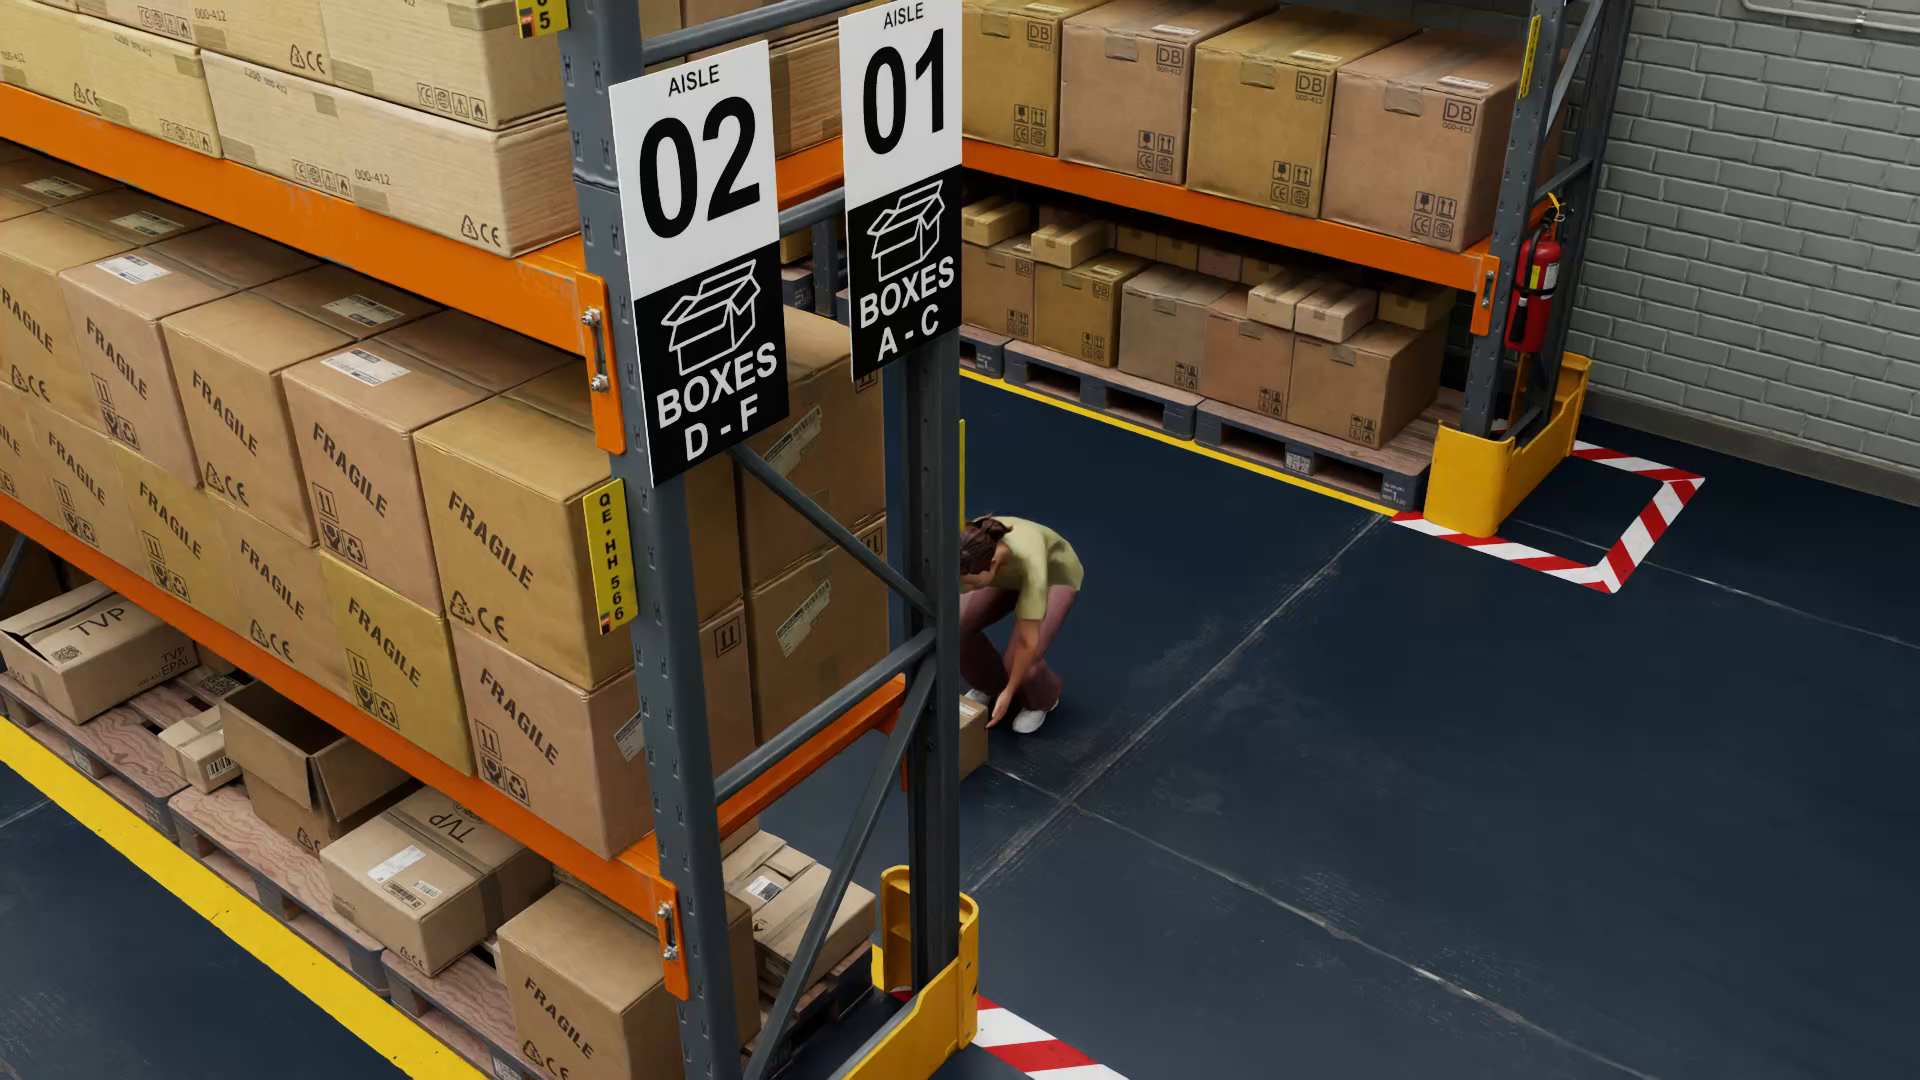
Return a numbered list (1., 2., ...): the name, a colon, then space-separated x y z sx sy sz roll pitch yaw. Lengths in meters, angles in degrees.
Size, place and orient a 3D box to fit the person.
1. person: 0.183 0.276 6.311 0.491 1.023 0.777 21 37 31
